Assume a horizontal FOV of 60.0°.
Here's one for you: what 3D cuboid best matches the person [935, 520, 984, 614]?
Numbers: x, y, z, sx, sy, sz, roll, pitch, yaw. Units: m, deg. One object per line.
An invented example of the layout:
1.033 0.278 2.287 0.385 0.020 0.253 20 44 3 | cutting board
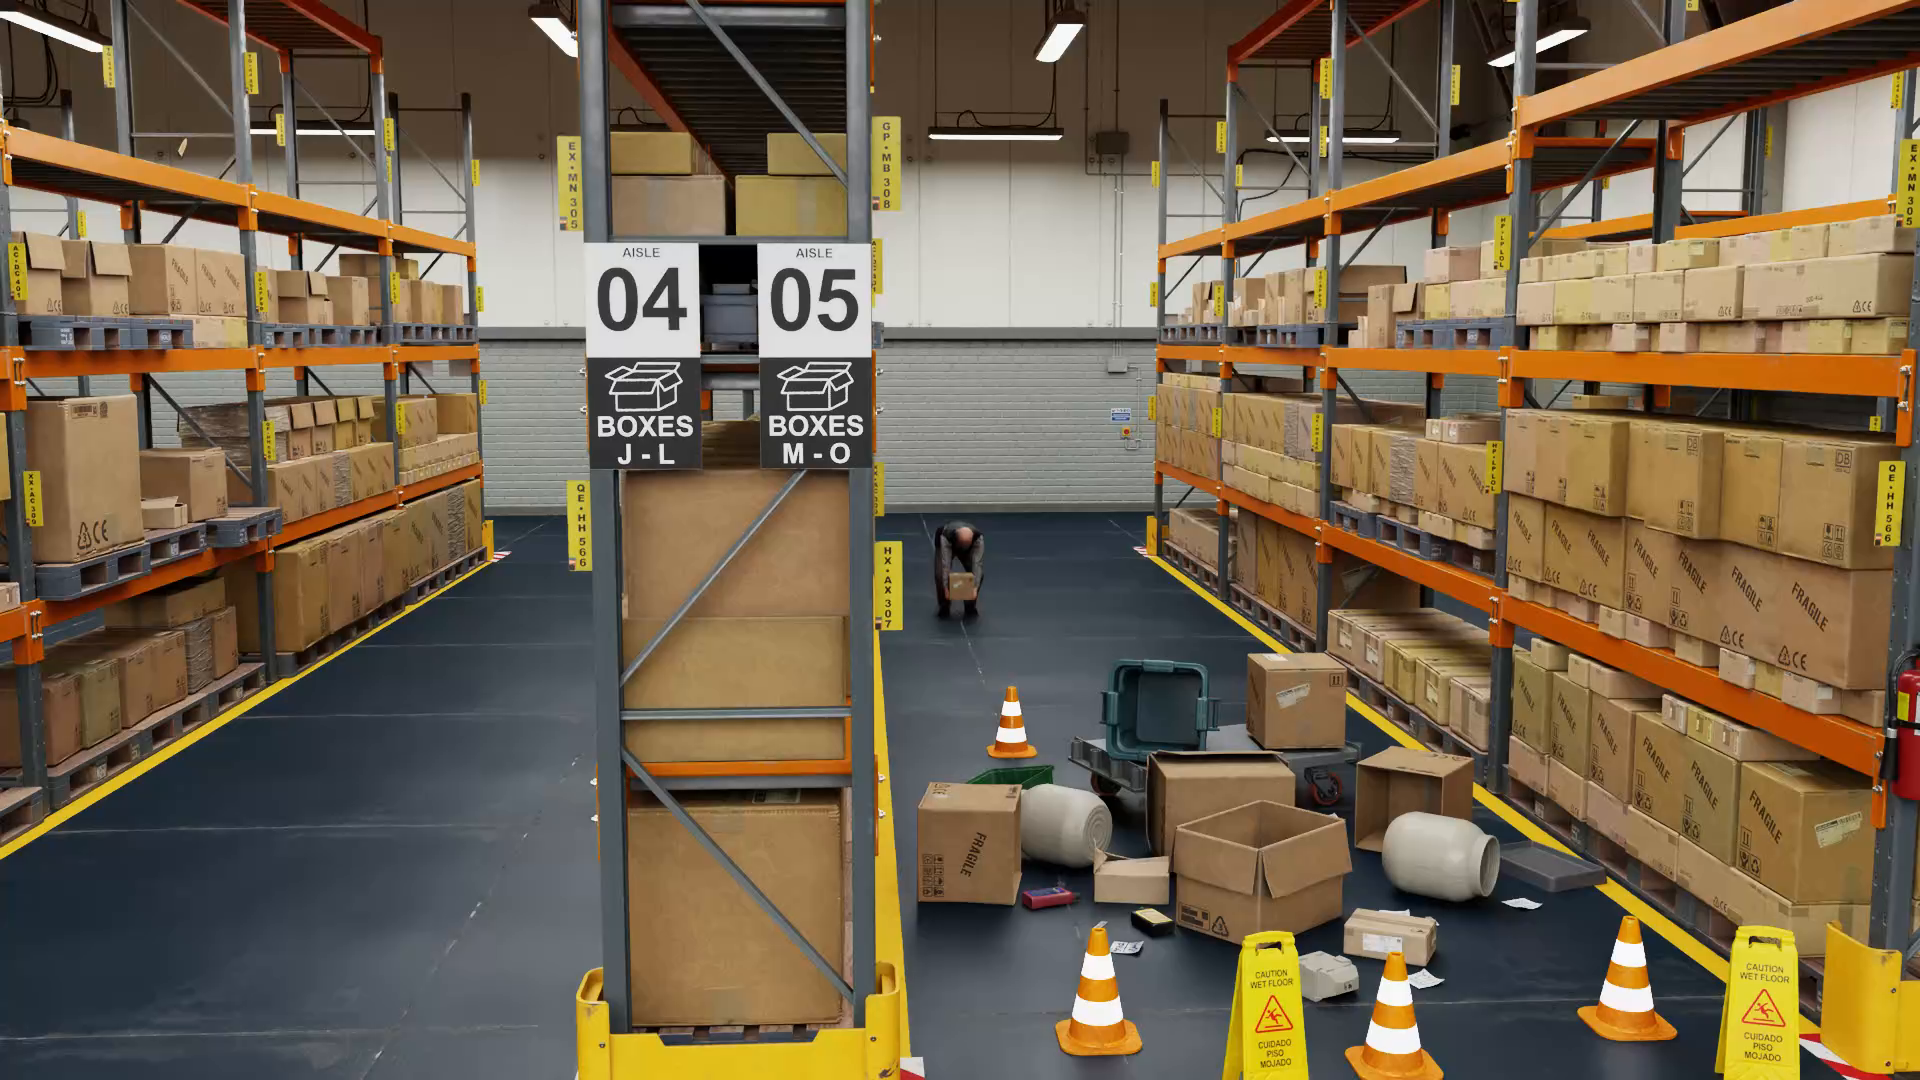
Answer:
-0.005 0.295 17.393 0.517 1.007 0.949 -1 7 -6 | person
